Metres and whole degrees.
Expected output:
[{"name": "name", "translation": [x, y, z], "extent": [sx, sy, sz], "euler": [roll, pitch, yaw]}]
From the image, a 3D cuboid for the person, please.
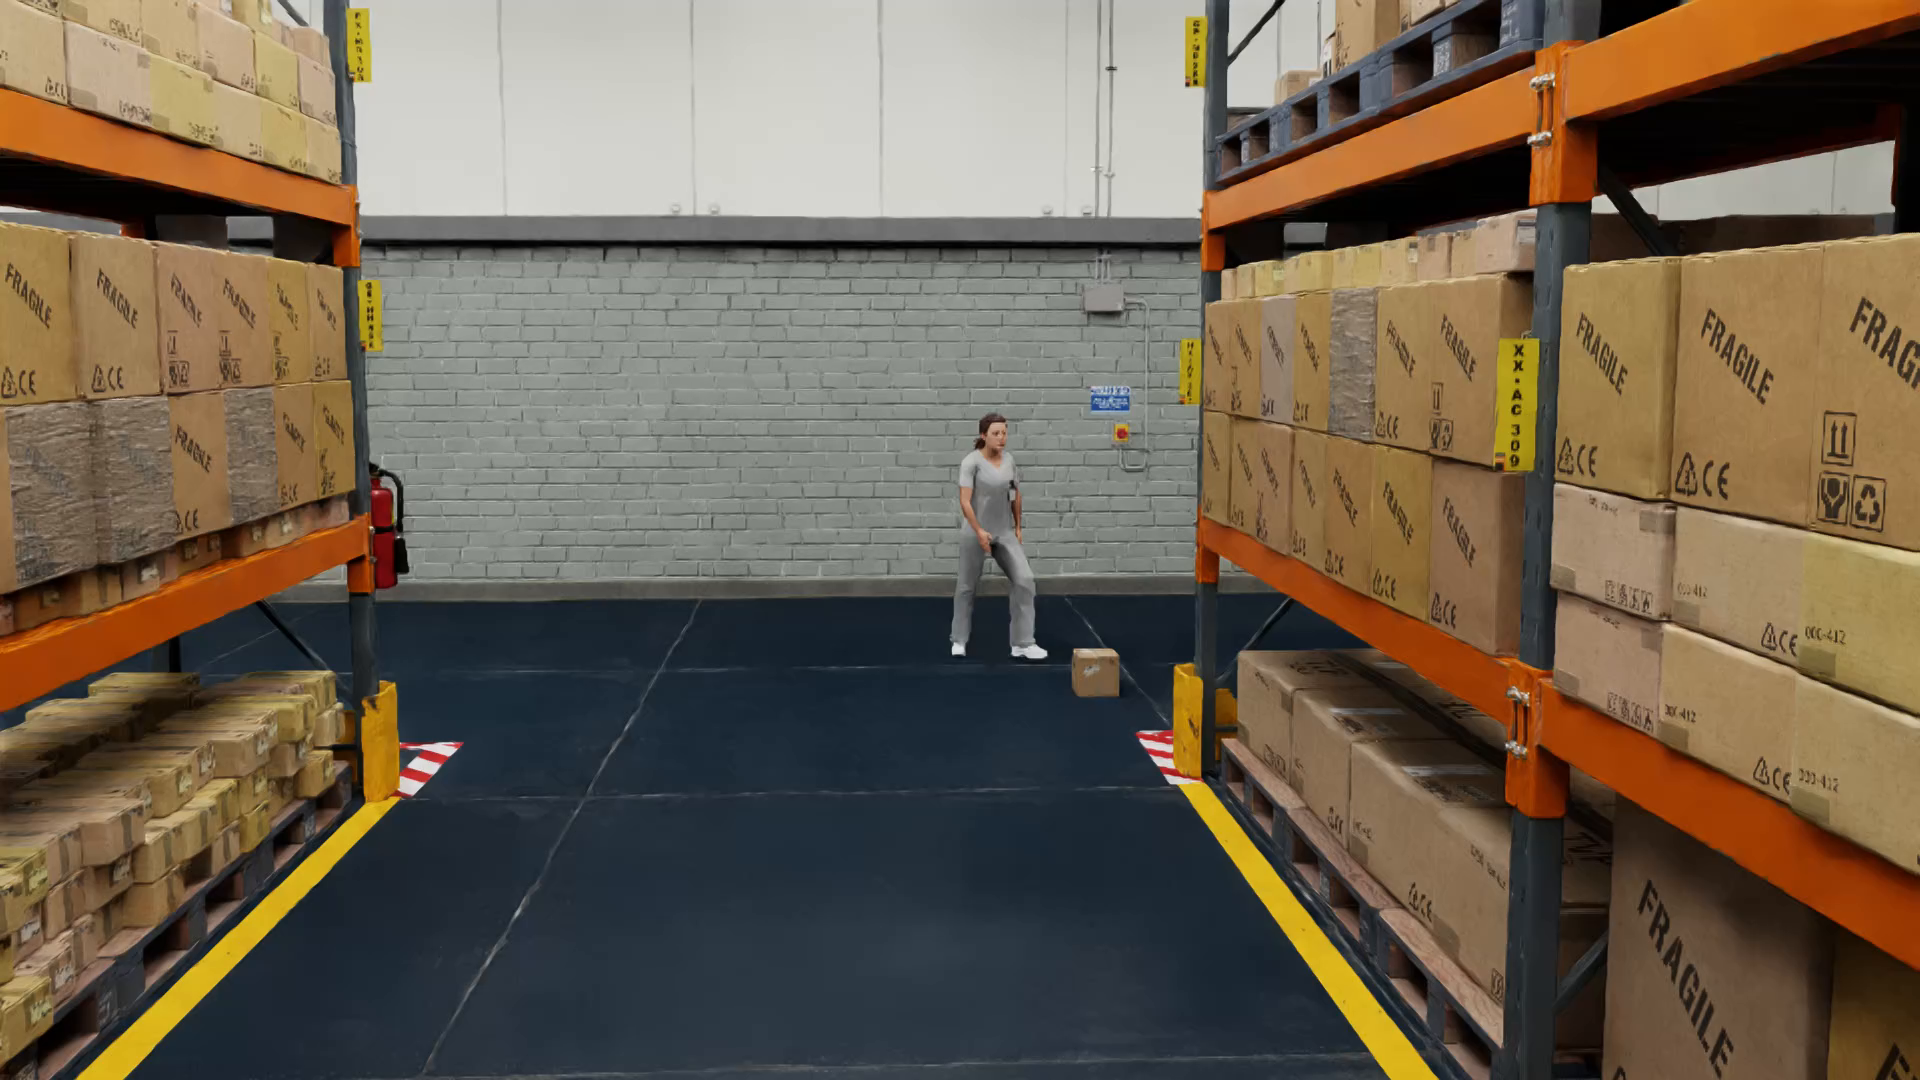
[{"name": "person", "translation": [0.217, -0.032, 11.076], "extent": [0.543, 1.640, 0.676], "euler": [-3, 8, -26]}]
